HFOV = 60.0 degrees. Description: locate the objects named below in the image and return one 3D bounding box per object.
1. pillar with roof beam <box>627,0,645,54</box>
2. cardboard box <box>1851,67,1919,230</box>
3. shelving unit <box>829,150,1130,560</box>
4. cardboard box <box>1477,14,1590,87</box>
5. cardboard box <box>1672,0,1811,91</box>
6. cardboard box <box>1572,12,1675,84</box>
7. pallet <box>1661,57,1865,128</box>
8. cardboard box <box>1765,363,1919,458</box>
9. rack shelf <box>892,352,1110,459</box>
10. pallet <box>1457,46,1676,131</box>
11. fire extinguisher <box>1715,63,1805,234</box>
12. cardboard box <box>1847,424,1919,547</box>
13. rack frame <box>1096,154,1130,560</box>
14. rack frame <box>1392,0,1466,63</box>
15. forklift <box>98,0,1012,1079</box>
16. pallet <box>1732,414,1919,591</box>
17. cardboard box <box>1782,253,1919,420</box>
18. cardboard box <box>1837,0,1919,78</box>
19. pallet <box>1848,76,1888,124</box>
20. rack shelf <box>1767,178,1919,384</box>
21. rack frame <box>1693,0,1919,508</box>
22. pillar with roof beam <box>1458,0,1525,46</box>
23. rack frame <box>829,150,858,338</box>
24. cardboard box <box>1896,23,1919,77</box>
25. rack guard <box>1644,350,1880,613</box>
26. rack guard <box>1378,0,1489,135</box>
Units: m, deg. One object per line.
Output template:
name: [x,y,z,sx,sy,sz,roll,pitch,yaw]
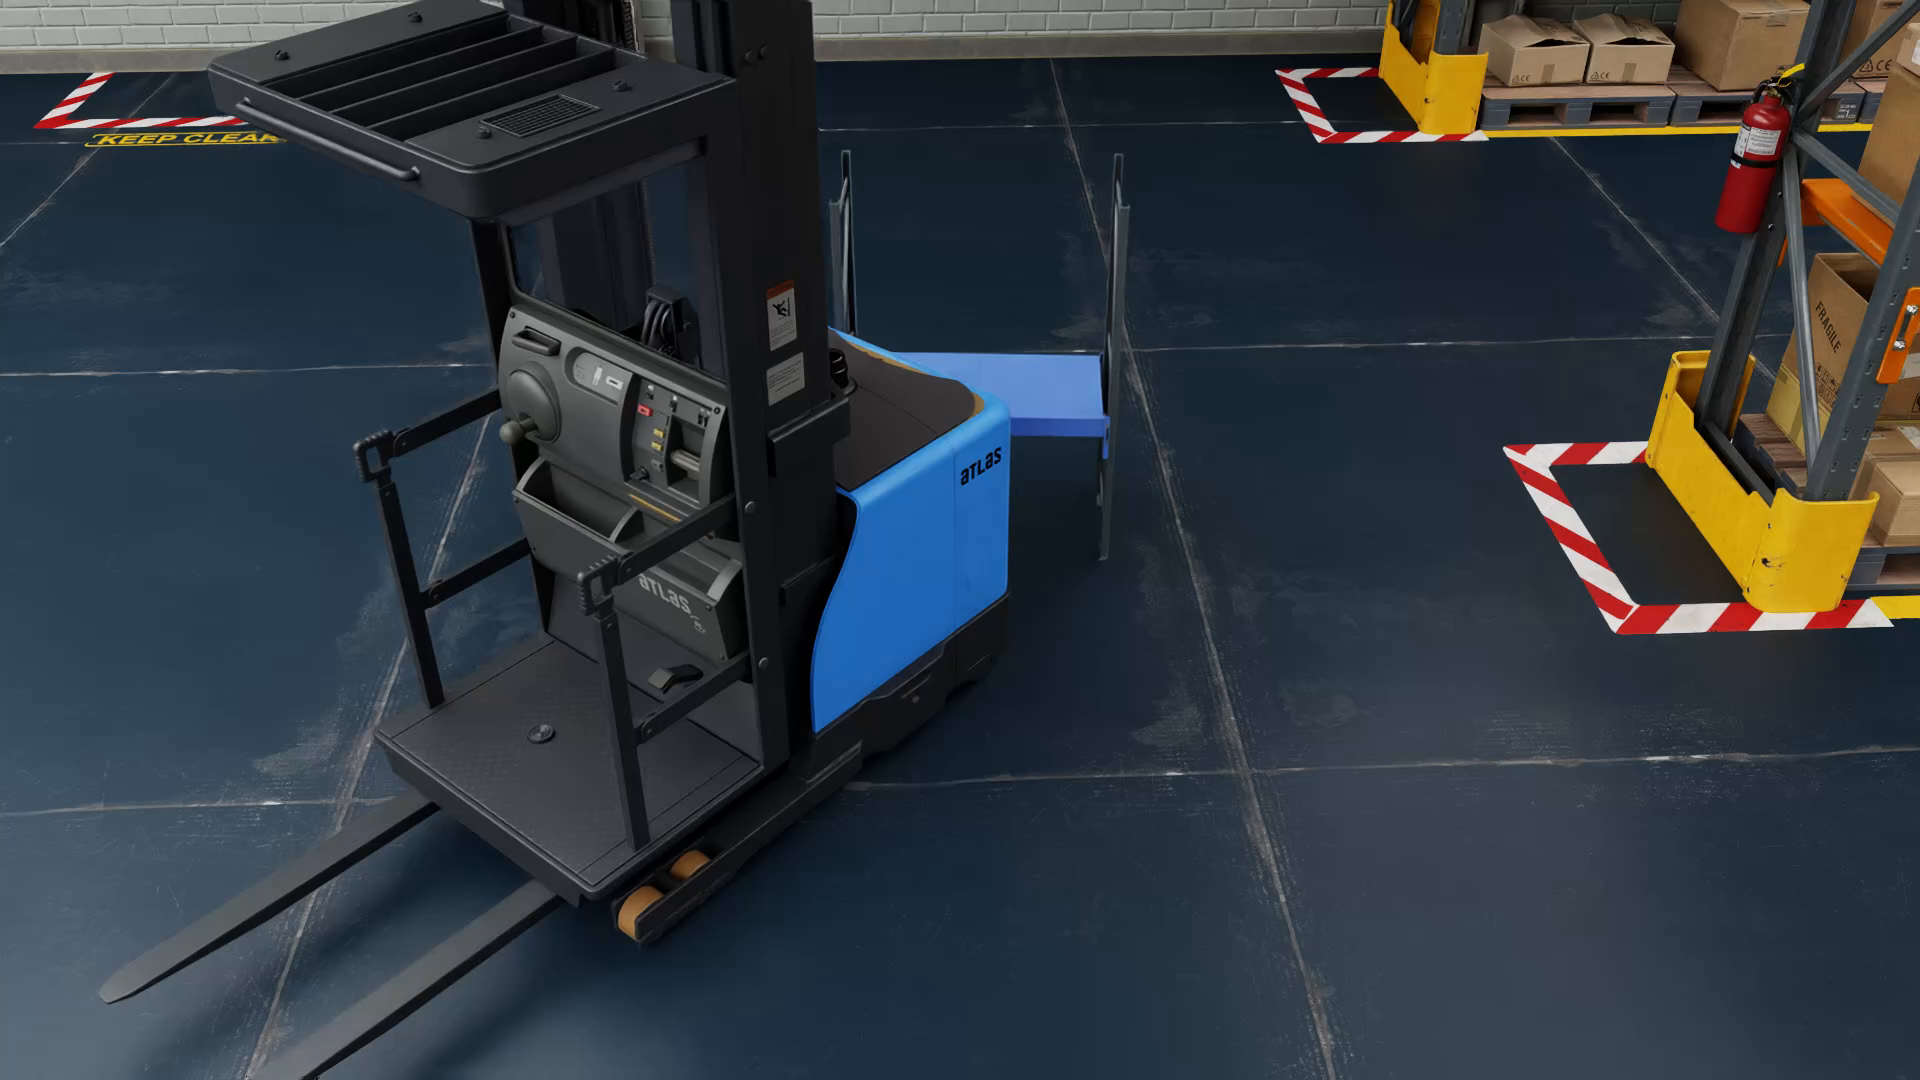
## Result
pillar with roof beam: [-2.161,-4.474,5.308,0.400,9.000,9.100,-2,35,-2]
cardboard box: [3.675,-1.336,5.957,0.500,0.500,0.700,-2,35,-2]
shelving unit: [0.075,-0.689,6.428,1.048,1.500,0.538,1,35,2]
cardboard box: [3.666,-3.149,10.640,0.500,0.311,0.500,-5,35,-8]
cardboard box: [4.970,-3.233,10.596,0.500,0.500,0.700,-4,35,-5]
cardboard box: [4.235,-3.164,10.662,0.500,0.311,0.500,1,35,2]
pallet: [5.075,-2.994,10.891,1.213,0.211,1.003,-2,35,-2]
cardboard box: [3.730,-0.514,6.905,0.500,0.250,0.500,-2,35,-2]
rack shelf: [0.075,-0.542,6.531,1.000,0.185,0.538,1,35,2]
pallet: [3.859,-2.963,10.846,1.213,0.211,1.003,-2,35,-2]
fire extinguisher: [3.068,-1.519,6.377,0.183,0.674,0.296,-2,35,-2]
cardboard box: [3.755,-0.220,6.479,0.500,0.250,0.500,-2,35,-2]
rack frame: [0.583,-0.680,6.415,0.032,1.500,0.500,1,35,2]
rack frame: [2.970,-4.106,10.047,0.127,3.000,1.000,-2,35,-2]
forklift: [-1.144,-0.319,4.636,1.130,2.935,3.031,25,42,32]
pallet: [3.970,-0.188,6.836,1.213,0.211,1.003,-2,35,-2]
cardboard box: [3.730,-0.824,6.693,0.500,0.500,0.500,-2,35,-2]
cardboard box: [5.931,-3.316,10.715,0.500,0.500,0.500,-4,35,-6]
pallet: [6.297,-3.029,10.941,1.213,0.211,1.003,-2,35,-2]
rack shelf: [5.206,-1.048,6.261,4.000,0.370,1.077,-2,35,-2]
rack frame: [3.209,-1.290,5.978,0.127,3.000,1.000,-2,35,-2]
pillar with roof beam: [3.832,-4.636,5.541,0.400,9.000,9.100,-2,35,-2]
rack frame: [-0.433,-0.699,6.442,0.032,1.500,0.500,1,35,2]
cardboard box: [3.581,-1.716,5.937,0.250,0.149,0.380,-2,35,-3]
rack guard: [3.185,-0.261,6.689,0.348,0.500,1.175,-2,35,-2]
rack guard: [3.046,-3.080,10.761,0.348,0.500,1.175,-2,35,-2]
